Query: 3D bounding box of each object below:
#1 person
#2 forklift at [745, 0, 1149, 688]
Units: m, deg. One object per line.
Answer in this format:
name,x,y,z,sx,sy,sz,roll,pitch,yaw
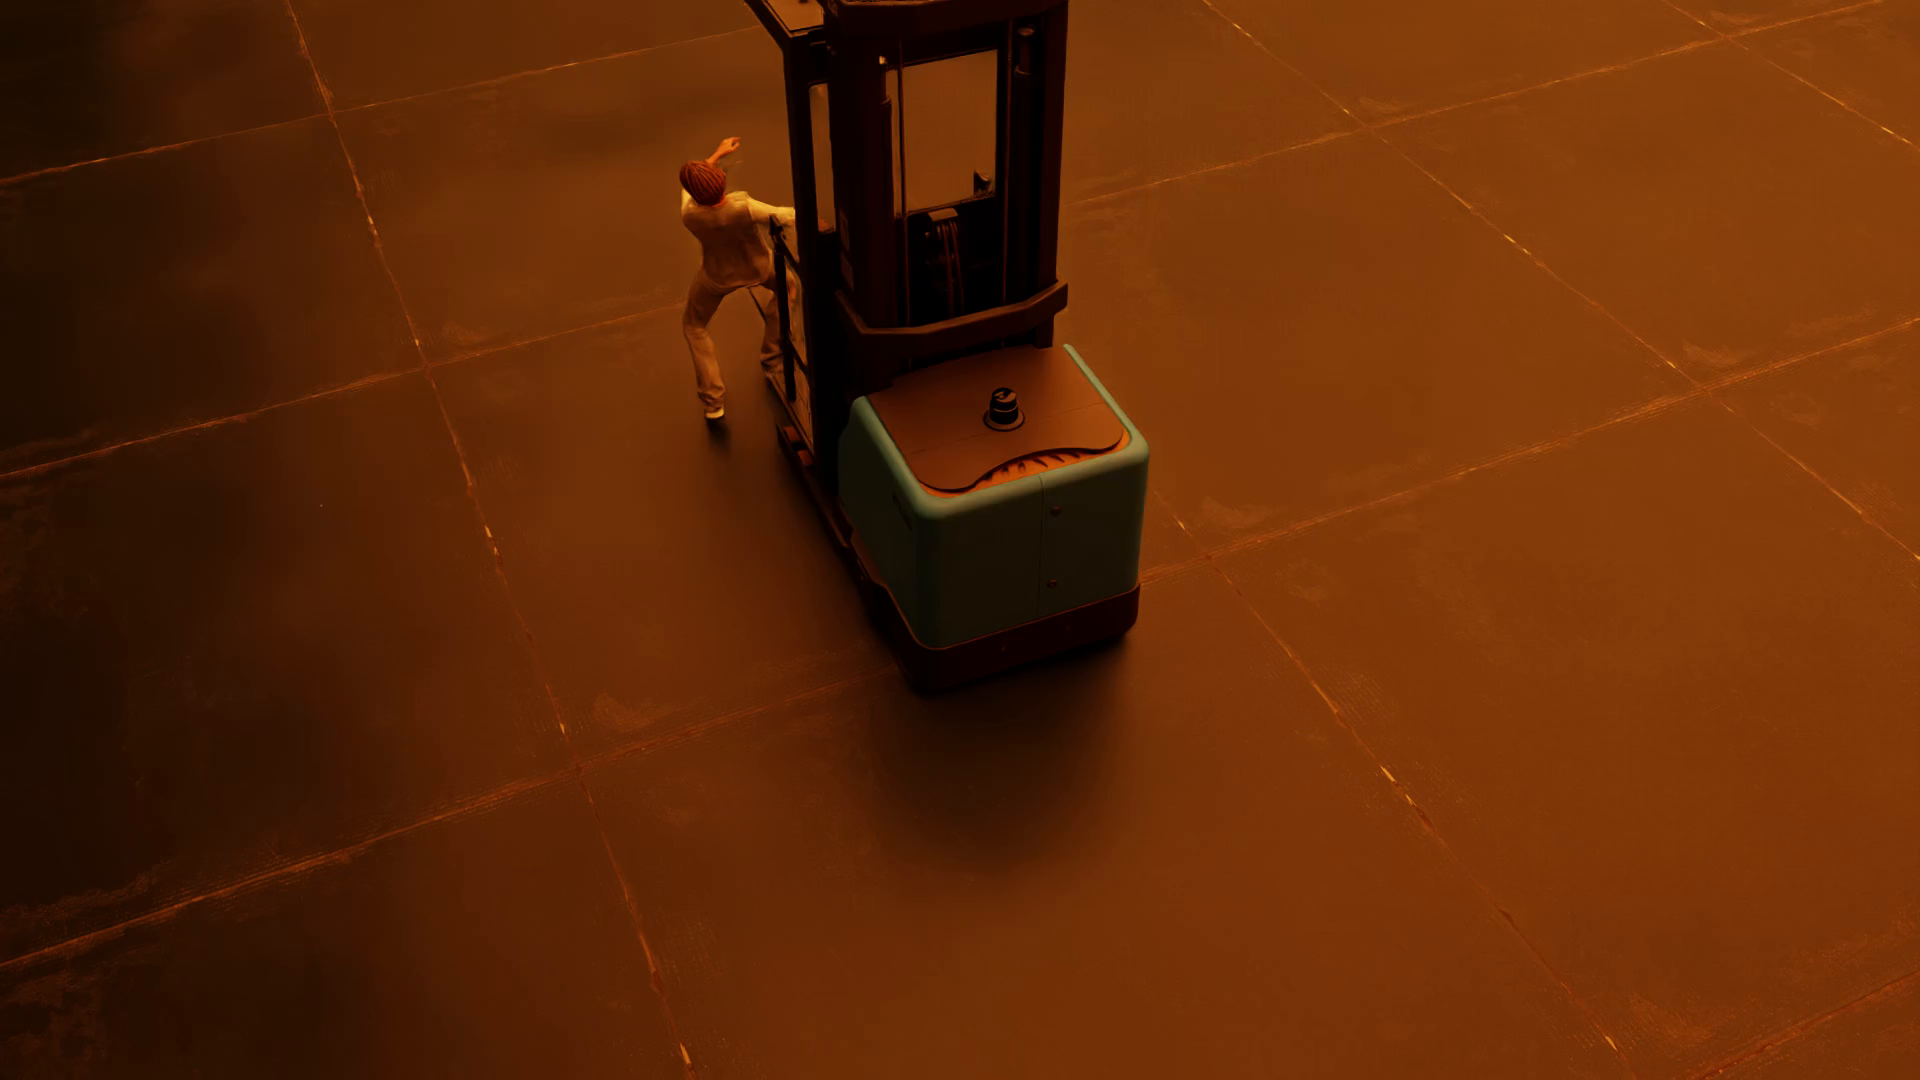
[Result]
person,-1.024,-1.366,8.251,0.784,1.394,0.749,-12,44,-13
forklift,-0.256,-1.457,7.242,1.130,2.935,3.031,-16,45,-16
